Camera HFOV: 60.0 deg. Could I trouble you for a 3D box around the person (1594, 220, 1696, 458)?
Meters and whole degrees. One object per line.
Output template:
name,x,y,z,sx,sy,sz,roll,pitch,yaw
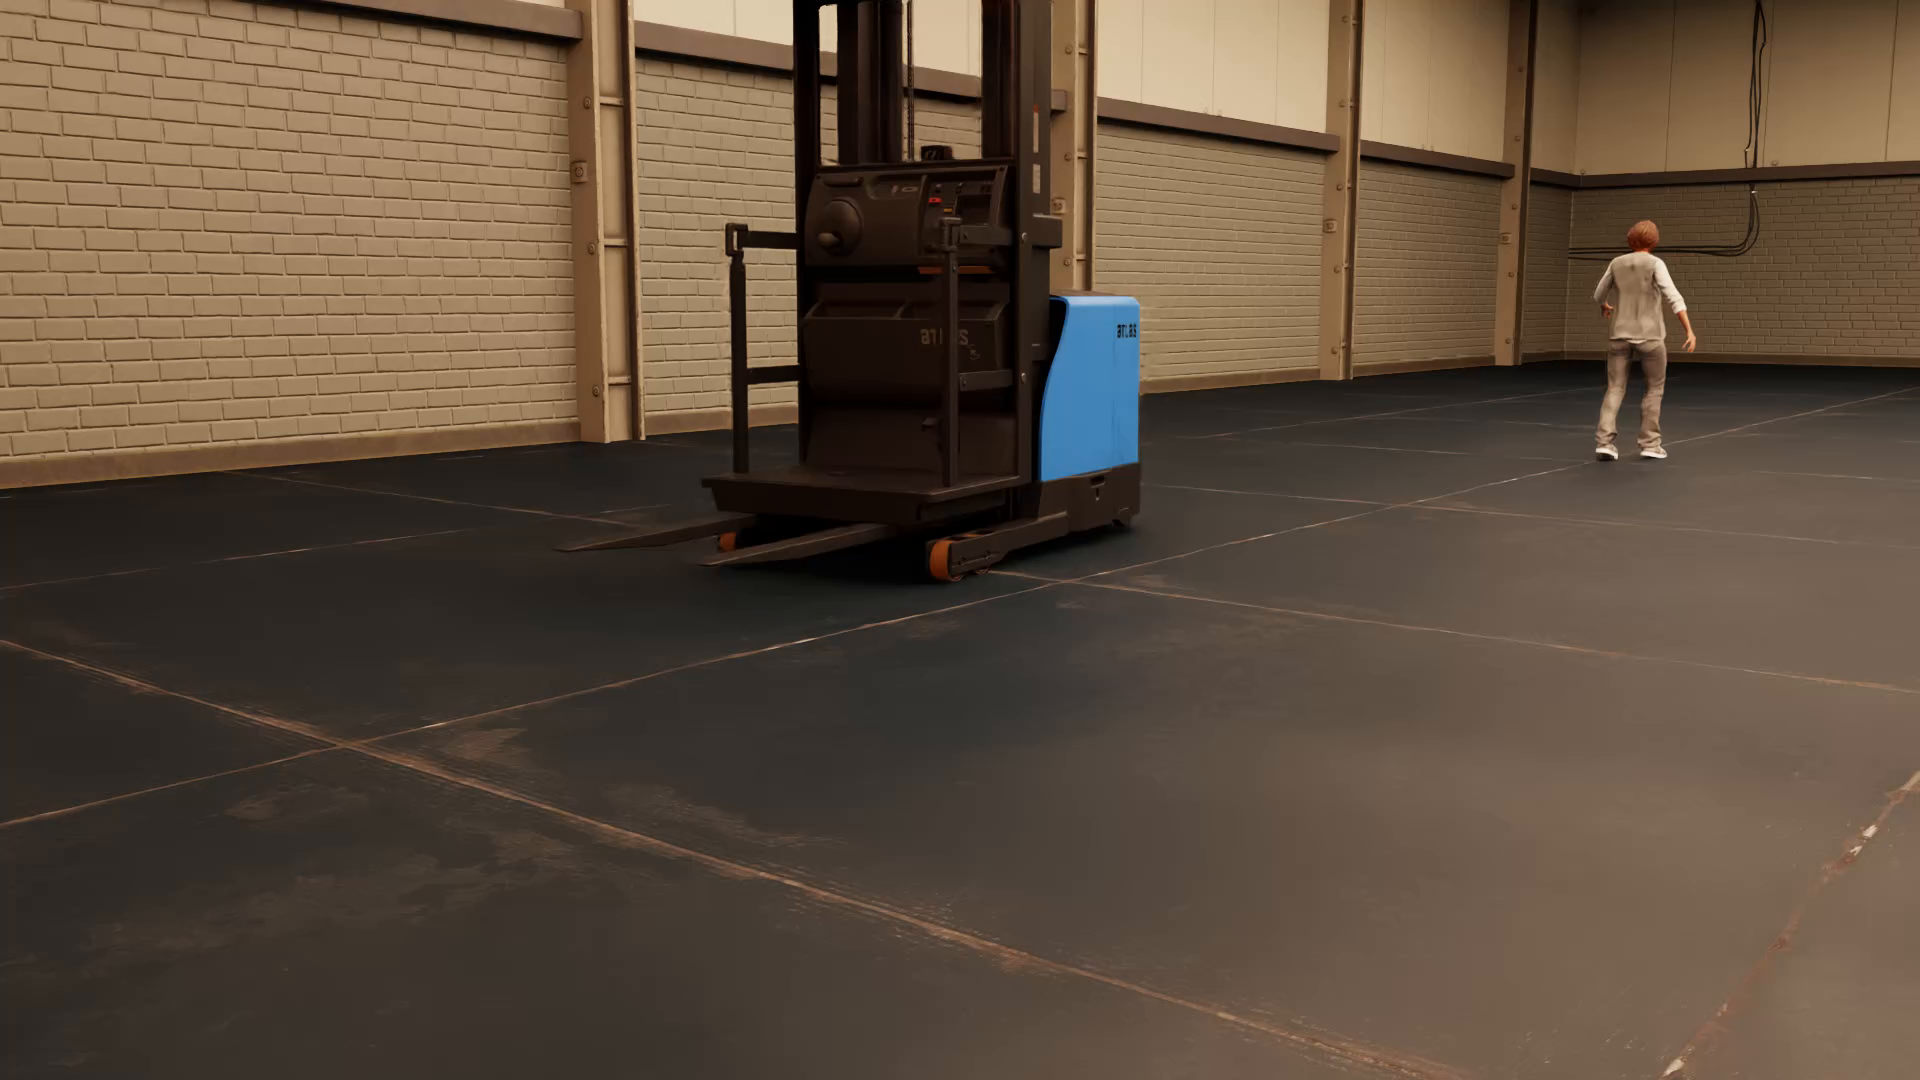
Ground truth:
person,4.514,-1.312,11.006,0.706,1.571,0.817,-8,12,-44

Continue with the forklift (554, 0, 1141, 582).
forklift,-0.333,-1.364,6.603,1.130,2.935,3.031,5,10,30
